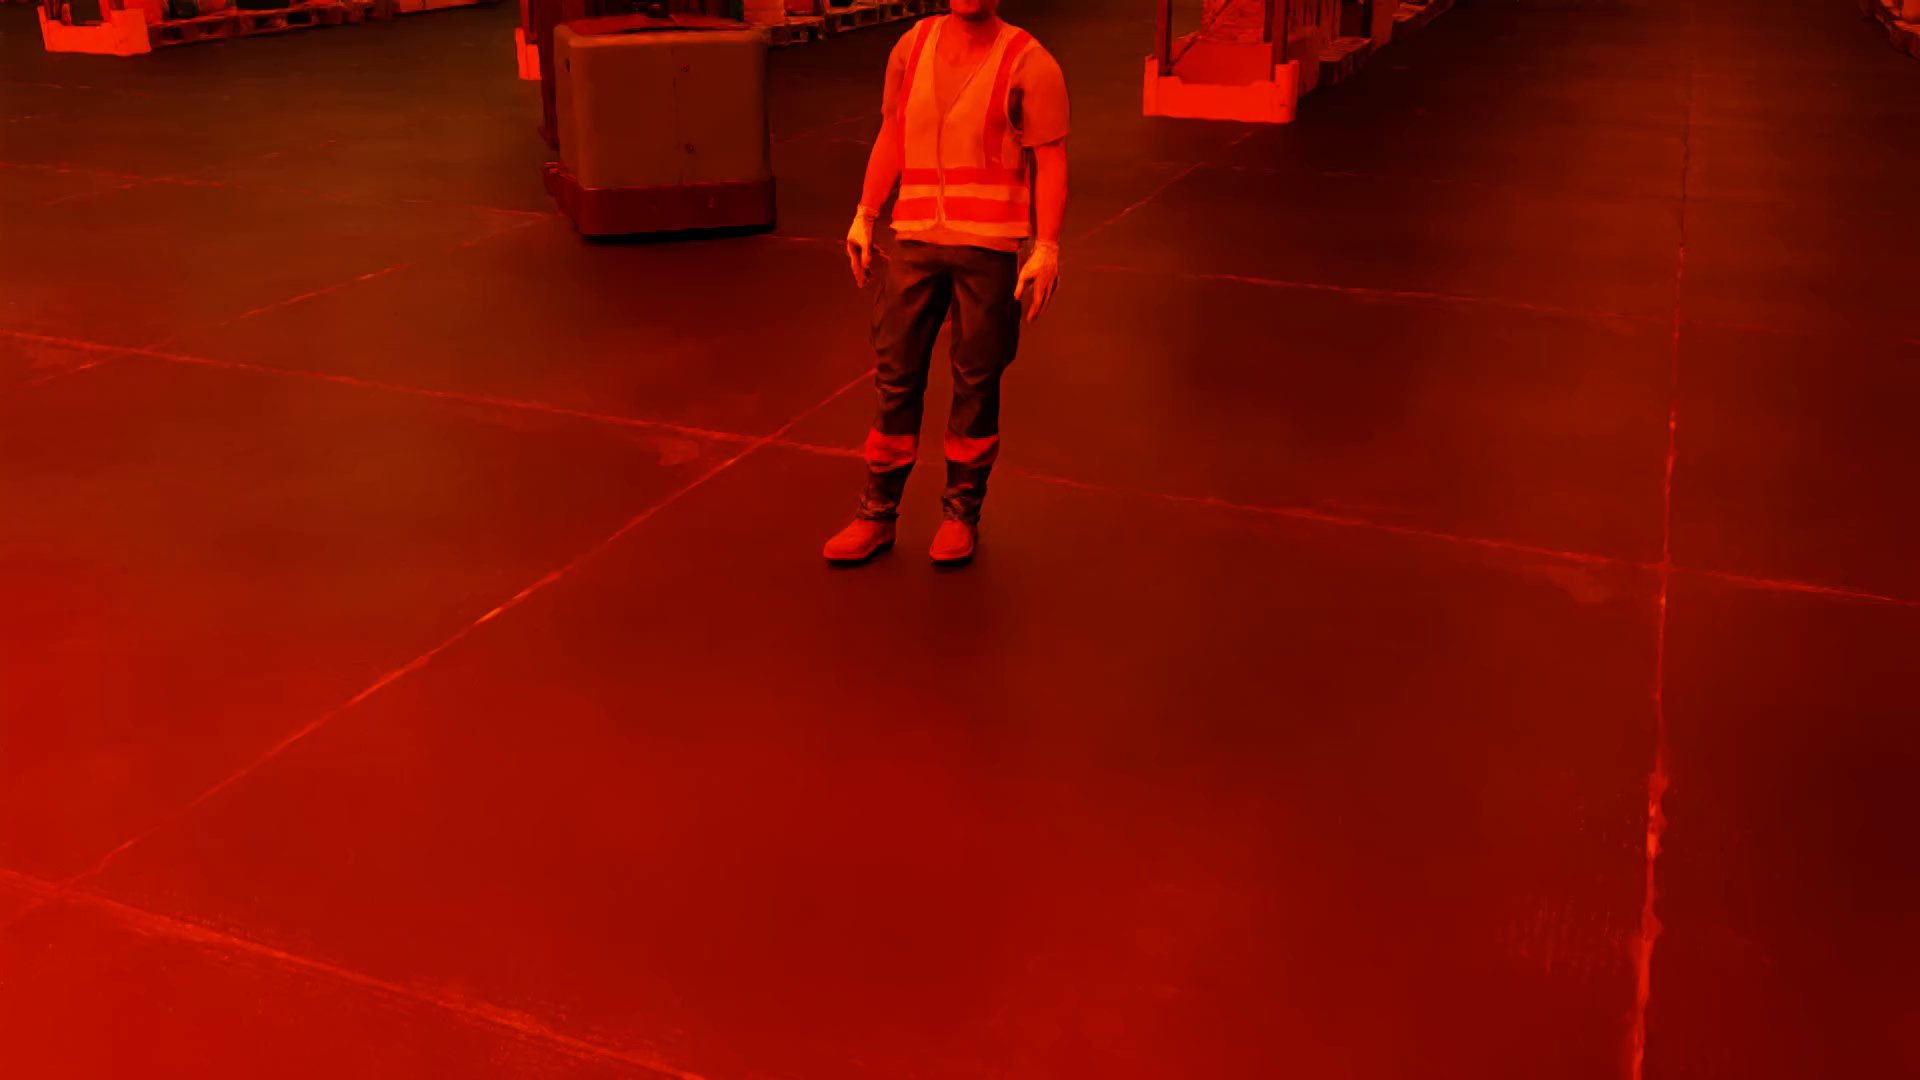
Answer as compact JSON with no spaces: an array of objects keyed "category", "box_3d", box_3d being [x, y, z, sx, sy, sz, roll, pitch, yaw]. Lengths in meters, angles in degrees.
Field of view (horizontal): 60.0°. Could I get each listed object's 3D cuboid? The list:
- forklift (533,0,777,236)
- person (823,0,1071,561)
[{"category":"forklift","box_3d":[-1.959,-3.495,9.654,1.130,2.935,3.031,-8,24,-17]},{"category":"person","box_3d":[-0.041,-0.805,4.681,0.637,1.787,0.563,9,24,21]}]
